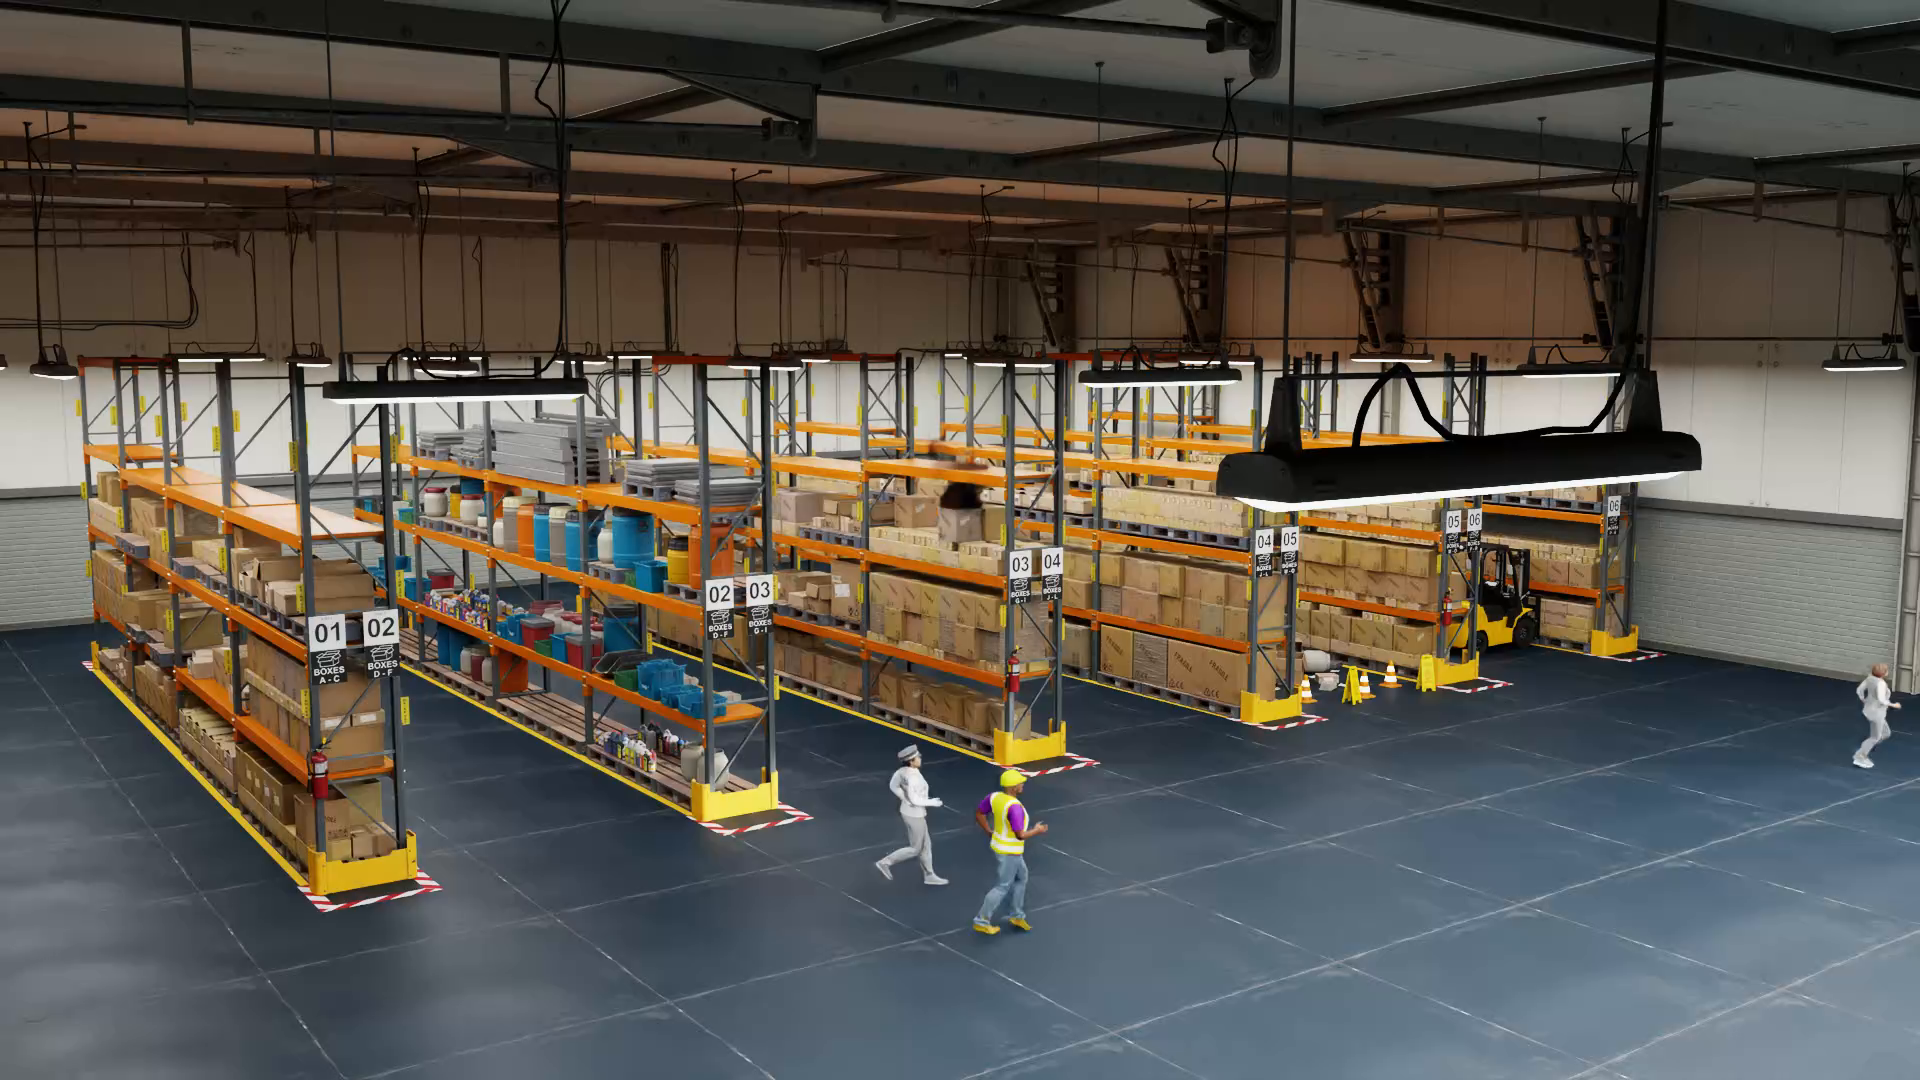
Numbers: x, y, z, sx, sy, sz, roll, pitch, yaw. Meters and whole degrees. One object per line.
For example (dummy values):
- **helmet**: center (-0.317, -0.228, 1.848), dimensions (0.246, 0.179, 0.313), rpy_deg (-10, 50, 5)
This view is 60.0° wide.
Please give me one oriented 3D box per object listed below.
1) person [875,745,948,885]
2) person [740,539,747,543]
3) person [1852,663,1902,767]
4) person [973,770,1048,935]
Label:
- **person**: center (-0.563, 3.180, 19.143), dimensions (0.869, 1.681, 0.616), rpy_deg (-2, 7, -14)
- **person**: center (-5.136, 0.782, 39.211), dimensions (0.657, 1.665, 0.674), rpy_deg (-1, 7, -8)
- **person**: center (13.525, 2.580, 24.507), dimensions (0.585, 1.565, 0.536), rpy_deg (1, 7, 12)
- **person**: center (0.512, 3.337, 17.628), dimensions (0.821, 1.827, 0.643), rpy_deg (-2, 7, -17)
